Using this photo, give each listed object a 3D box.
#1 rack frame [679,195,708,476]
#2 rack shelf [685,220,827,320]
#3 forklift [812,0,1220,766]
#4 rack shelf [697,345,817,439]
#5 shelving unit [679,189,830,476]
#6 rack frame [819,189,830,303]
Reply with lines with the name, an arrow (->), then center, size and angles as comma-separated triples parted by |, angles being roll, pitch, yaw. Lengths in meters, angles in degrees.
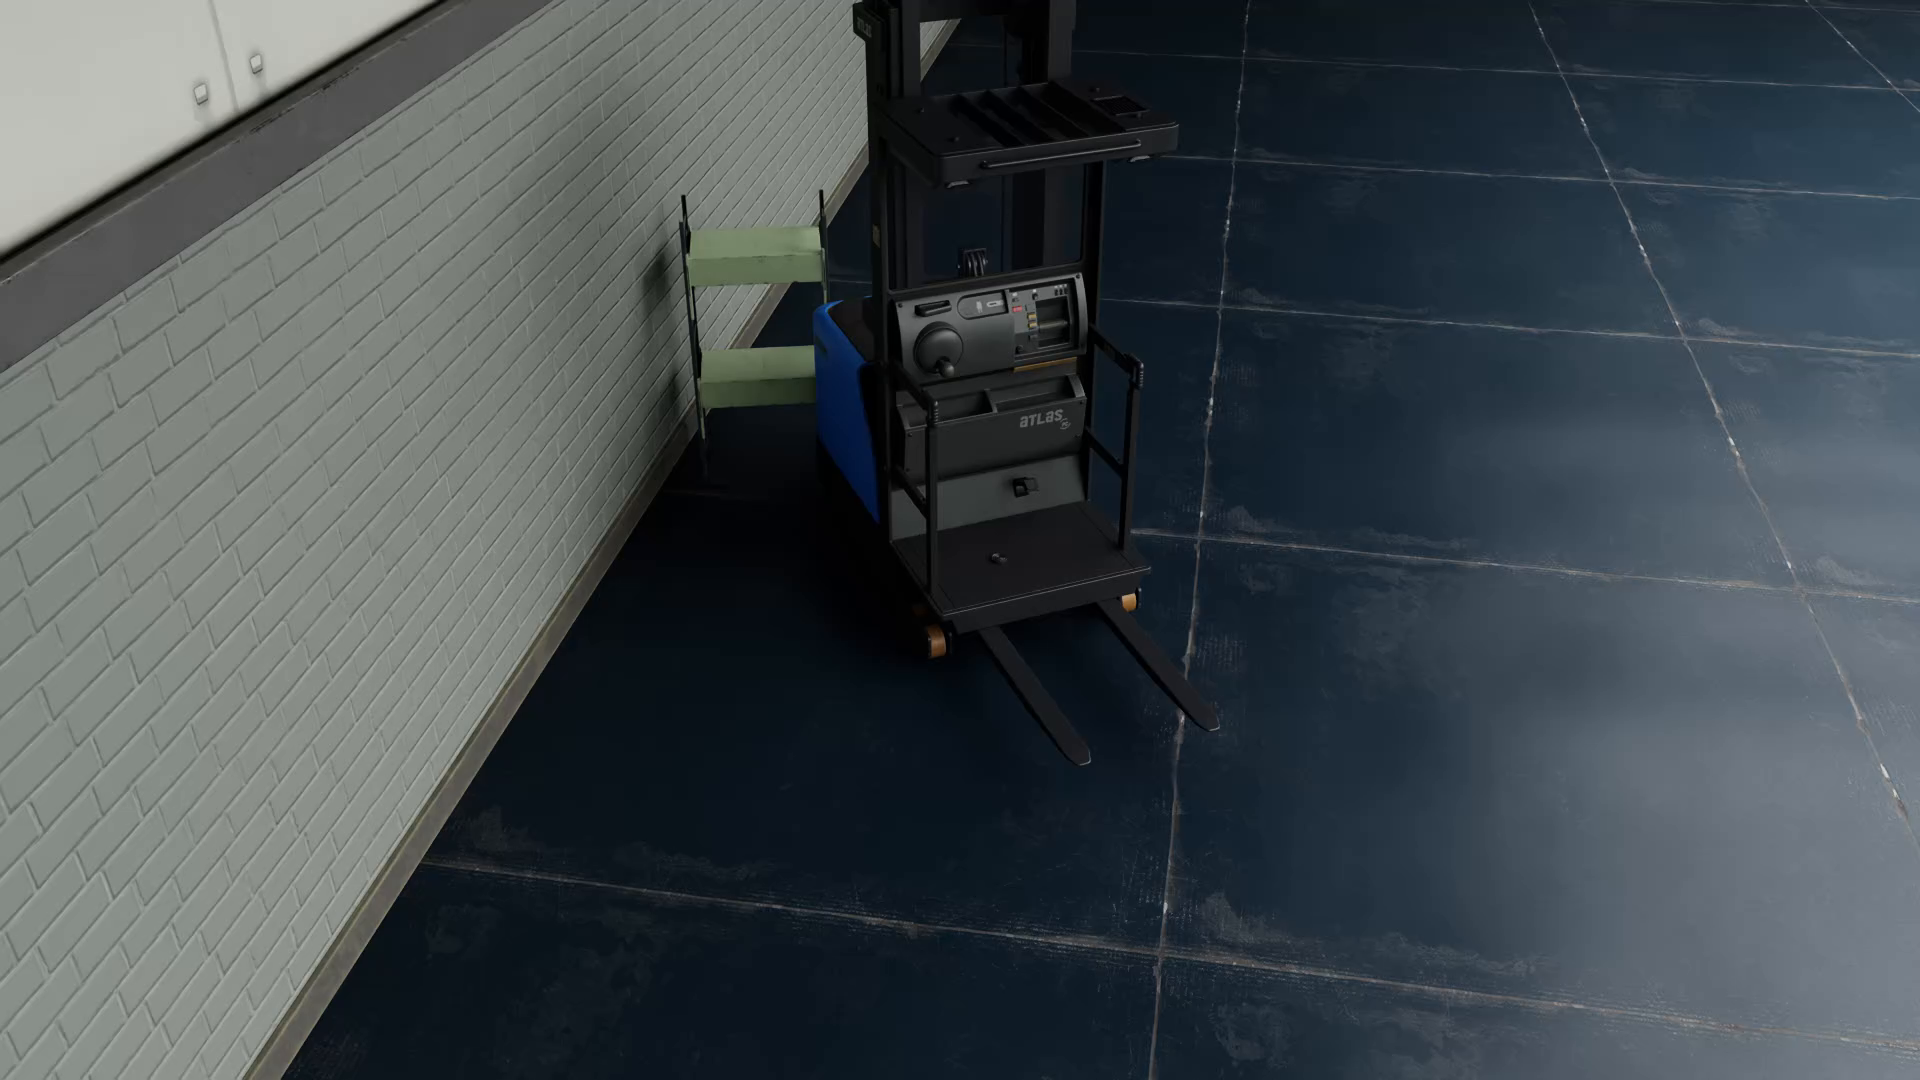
rack frame -> -1.452, -1.099, 9.093 | 0.023, 1.500, 0.400 | -3, 32, -5
rack shelf -> -1.089, -1.451, 8.920 | 0.720, 0.370, 0.431 | -3, 32, -5
forklift -> 0.232, -0.936, 7.482 | 1.130, 2.935, 3.031 | -12, 34, -18
rack shelf -> -1.089, -0.844, 9.300 | 0.720, 0.370, 0.431 | -3, 32, -5
shelving unit -> -1.089, -1.121, 9.127 | 0.755, 1.500, 0.431 | -3, 32, -5
rack frame -> -0.725, -1.142, 9.161 | 0.023, 1.500, 0.400 | -3, 32, -5
